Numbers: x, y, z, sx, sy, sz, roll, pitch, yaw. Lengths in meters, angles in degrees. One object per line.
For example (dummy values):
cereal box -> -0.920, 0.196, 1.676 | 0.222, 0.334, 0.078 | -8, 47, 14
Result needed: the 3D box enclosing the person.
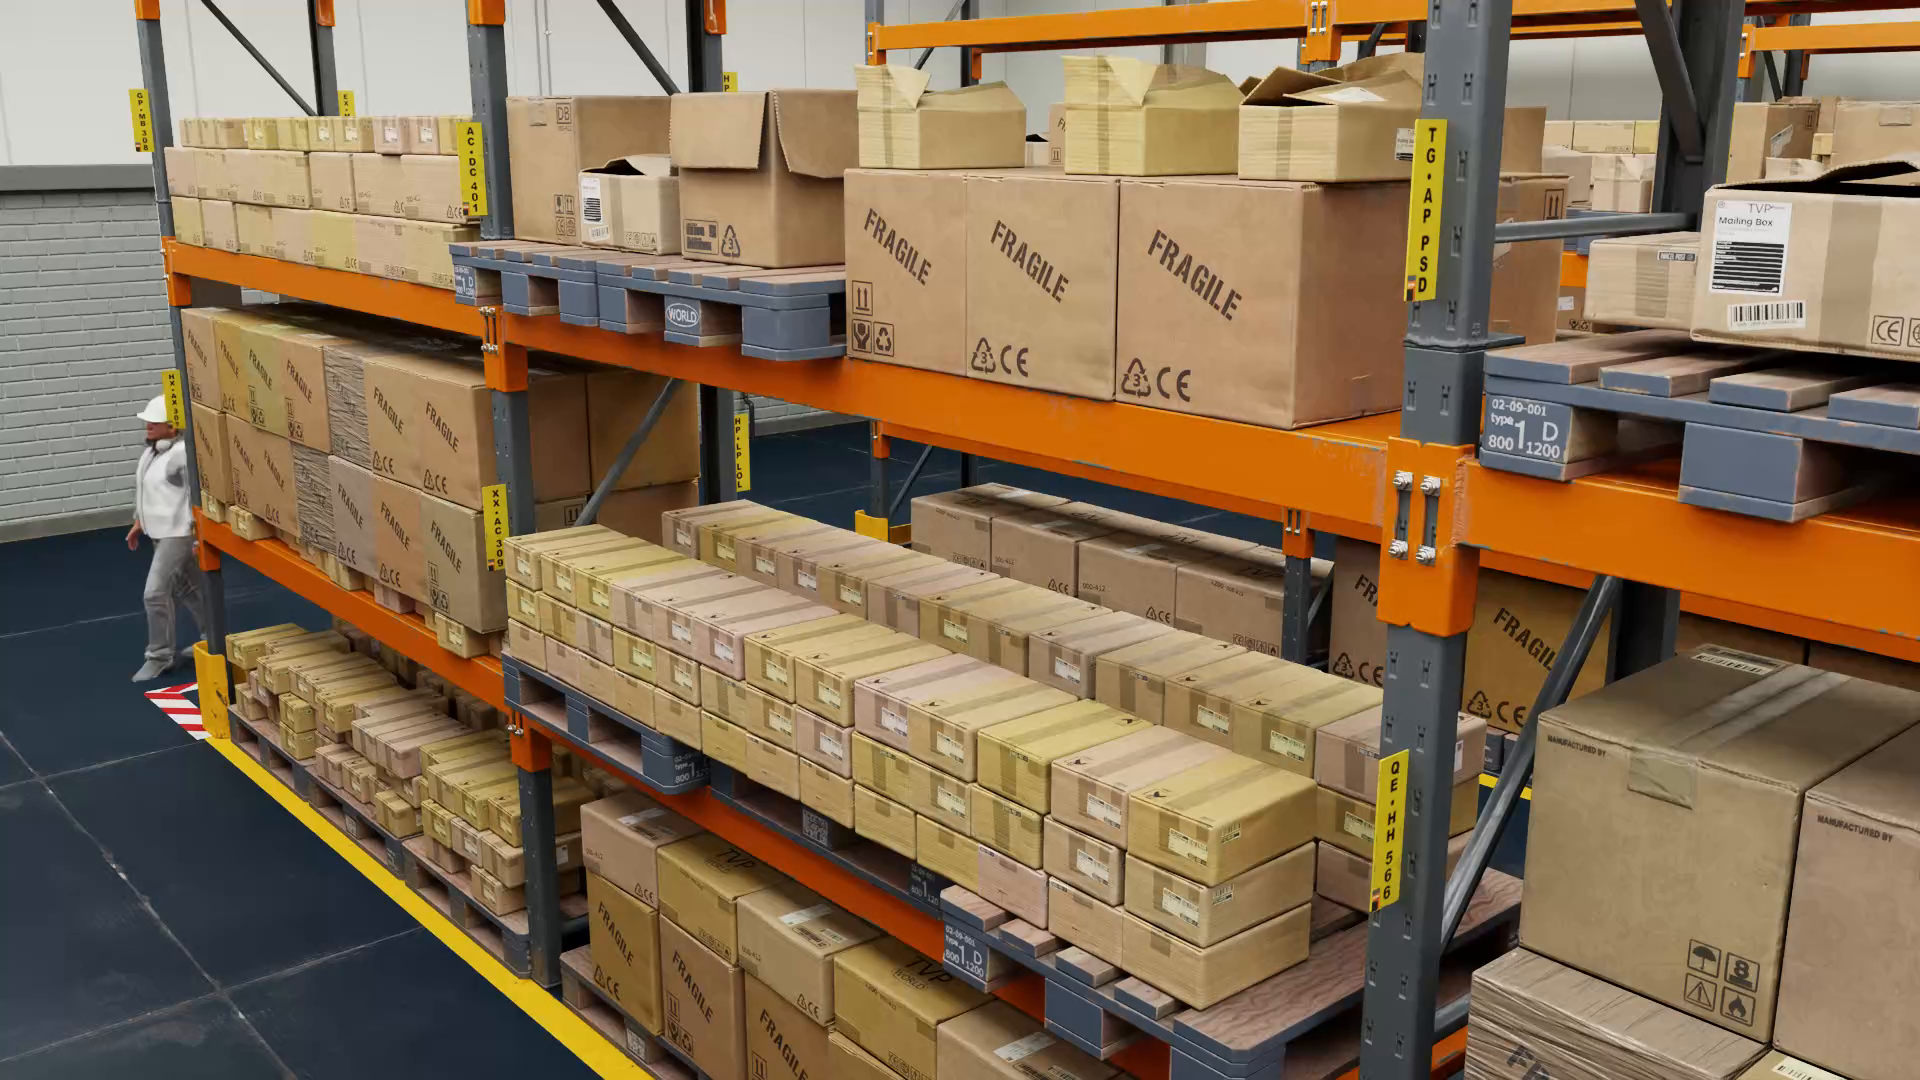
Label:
person -> -5.050, -0.016, 10.590 | 0.590, 1.825, 0.696 | 13, 19, 42
